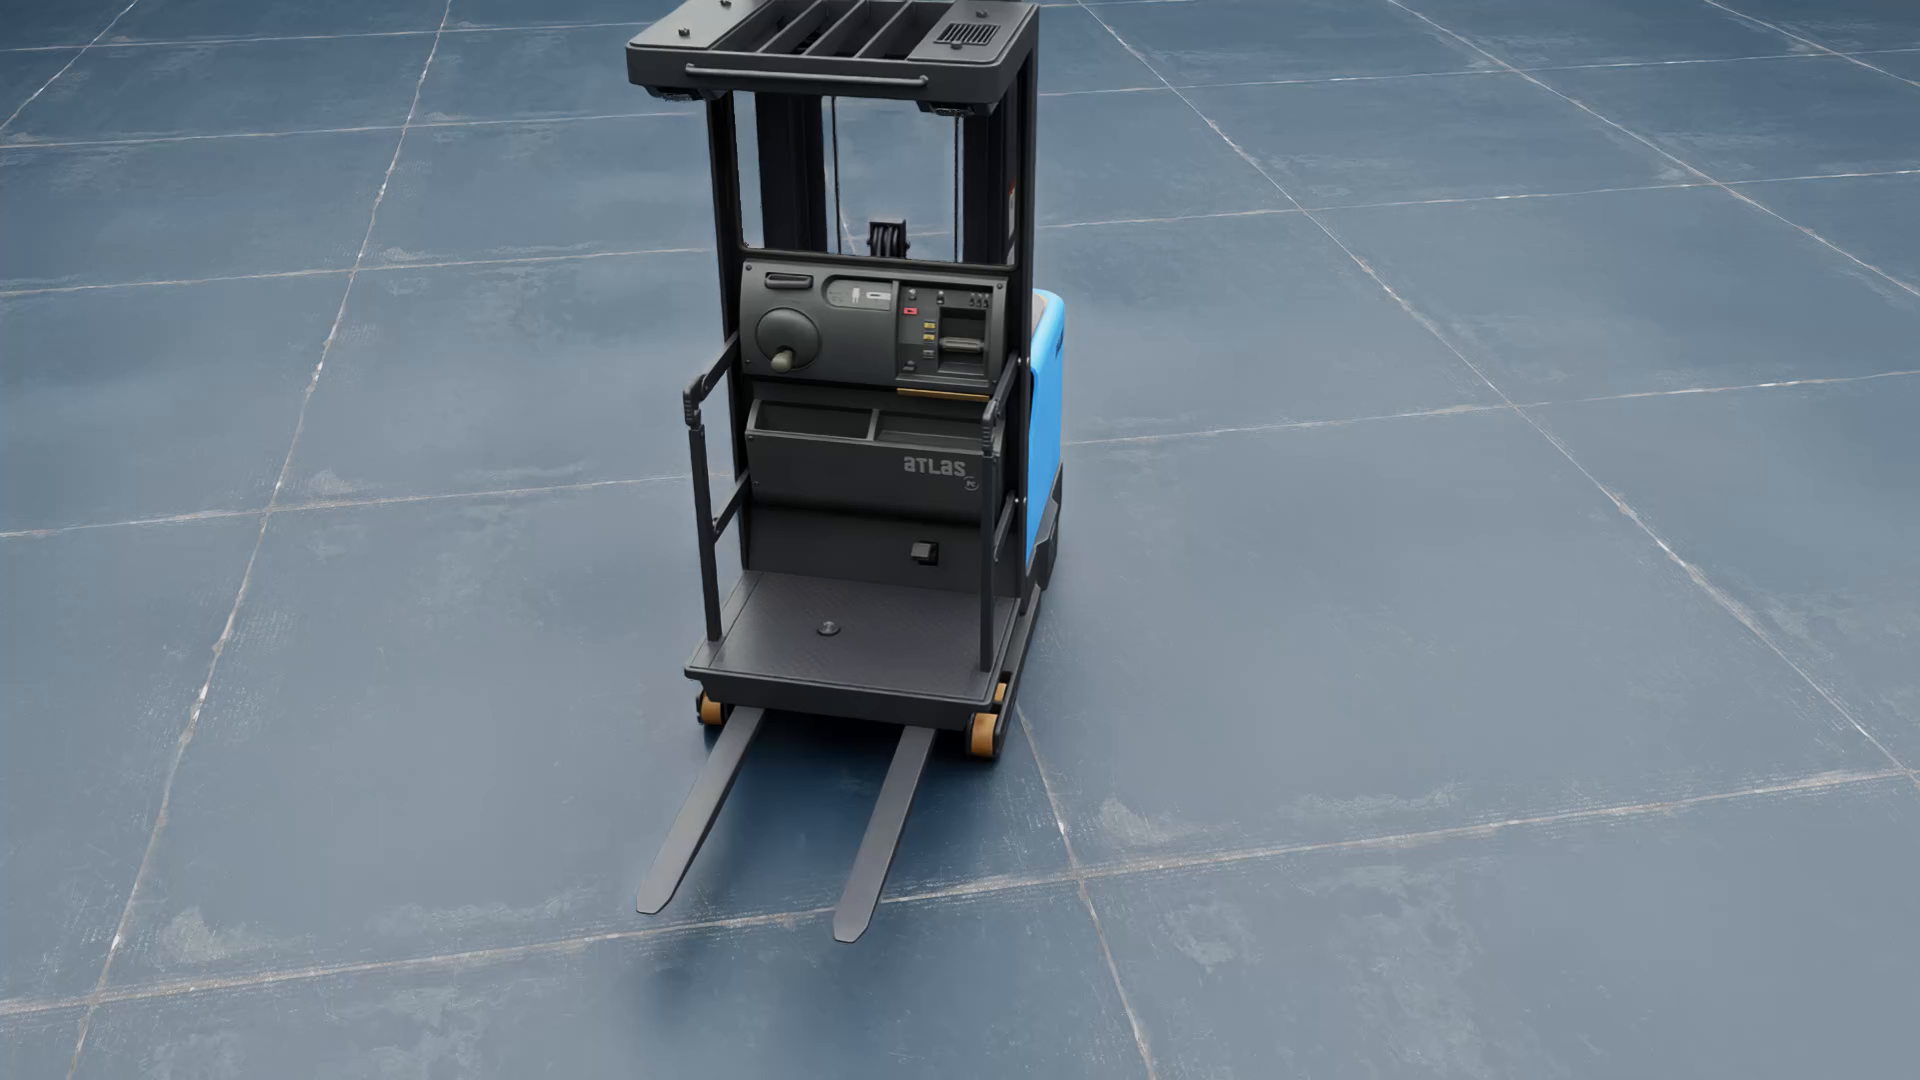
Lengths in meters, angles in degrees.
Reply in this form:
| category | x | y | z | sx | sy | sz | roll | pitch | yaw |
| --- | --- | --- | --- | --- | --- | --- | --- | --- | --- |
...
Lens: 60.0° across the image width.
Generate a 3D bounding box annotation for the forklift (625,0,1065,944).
| category | x | y | z | sx | sy | sz | roll | pitch | yaw |
| --- | --- | --- | --- | --- | --- | --- | --- | --- | --- |
| forklift | -0.342 | -0.689 | 5.530 | 1.130 | 2.935 | 3.031 | 6 | 31 | 10 |
